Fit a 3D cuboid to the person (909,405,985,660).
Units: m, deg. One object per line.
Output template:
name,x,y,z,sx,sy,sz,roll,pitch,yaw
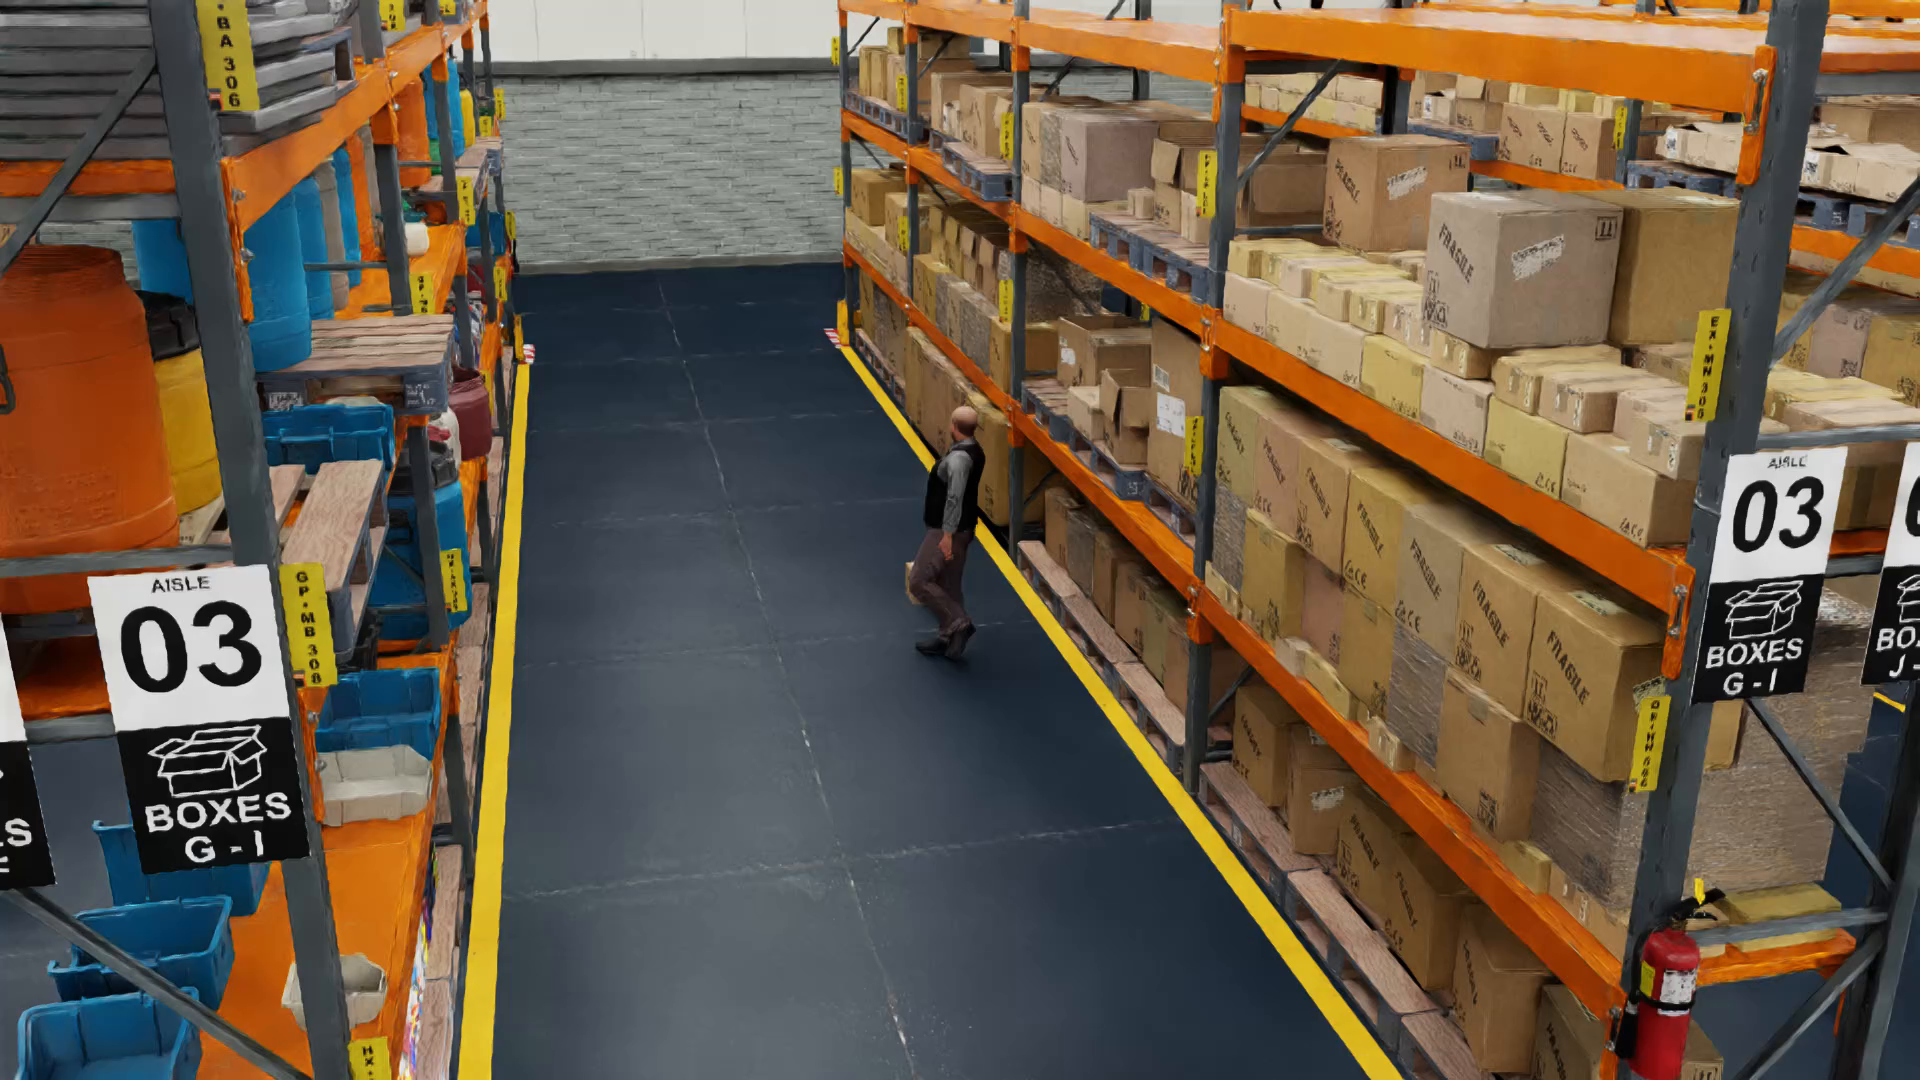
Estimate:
person,-0.085,-0.057,11.259,0.446,1.705,0.638,4,20,10
